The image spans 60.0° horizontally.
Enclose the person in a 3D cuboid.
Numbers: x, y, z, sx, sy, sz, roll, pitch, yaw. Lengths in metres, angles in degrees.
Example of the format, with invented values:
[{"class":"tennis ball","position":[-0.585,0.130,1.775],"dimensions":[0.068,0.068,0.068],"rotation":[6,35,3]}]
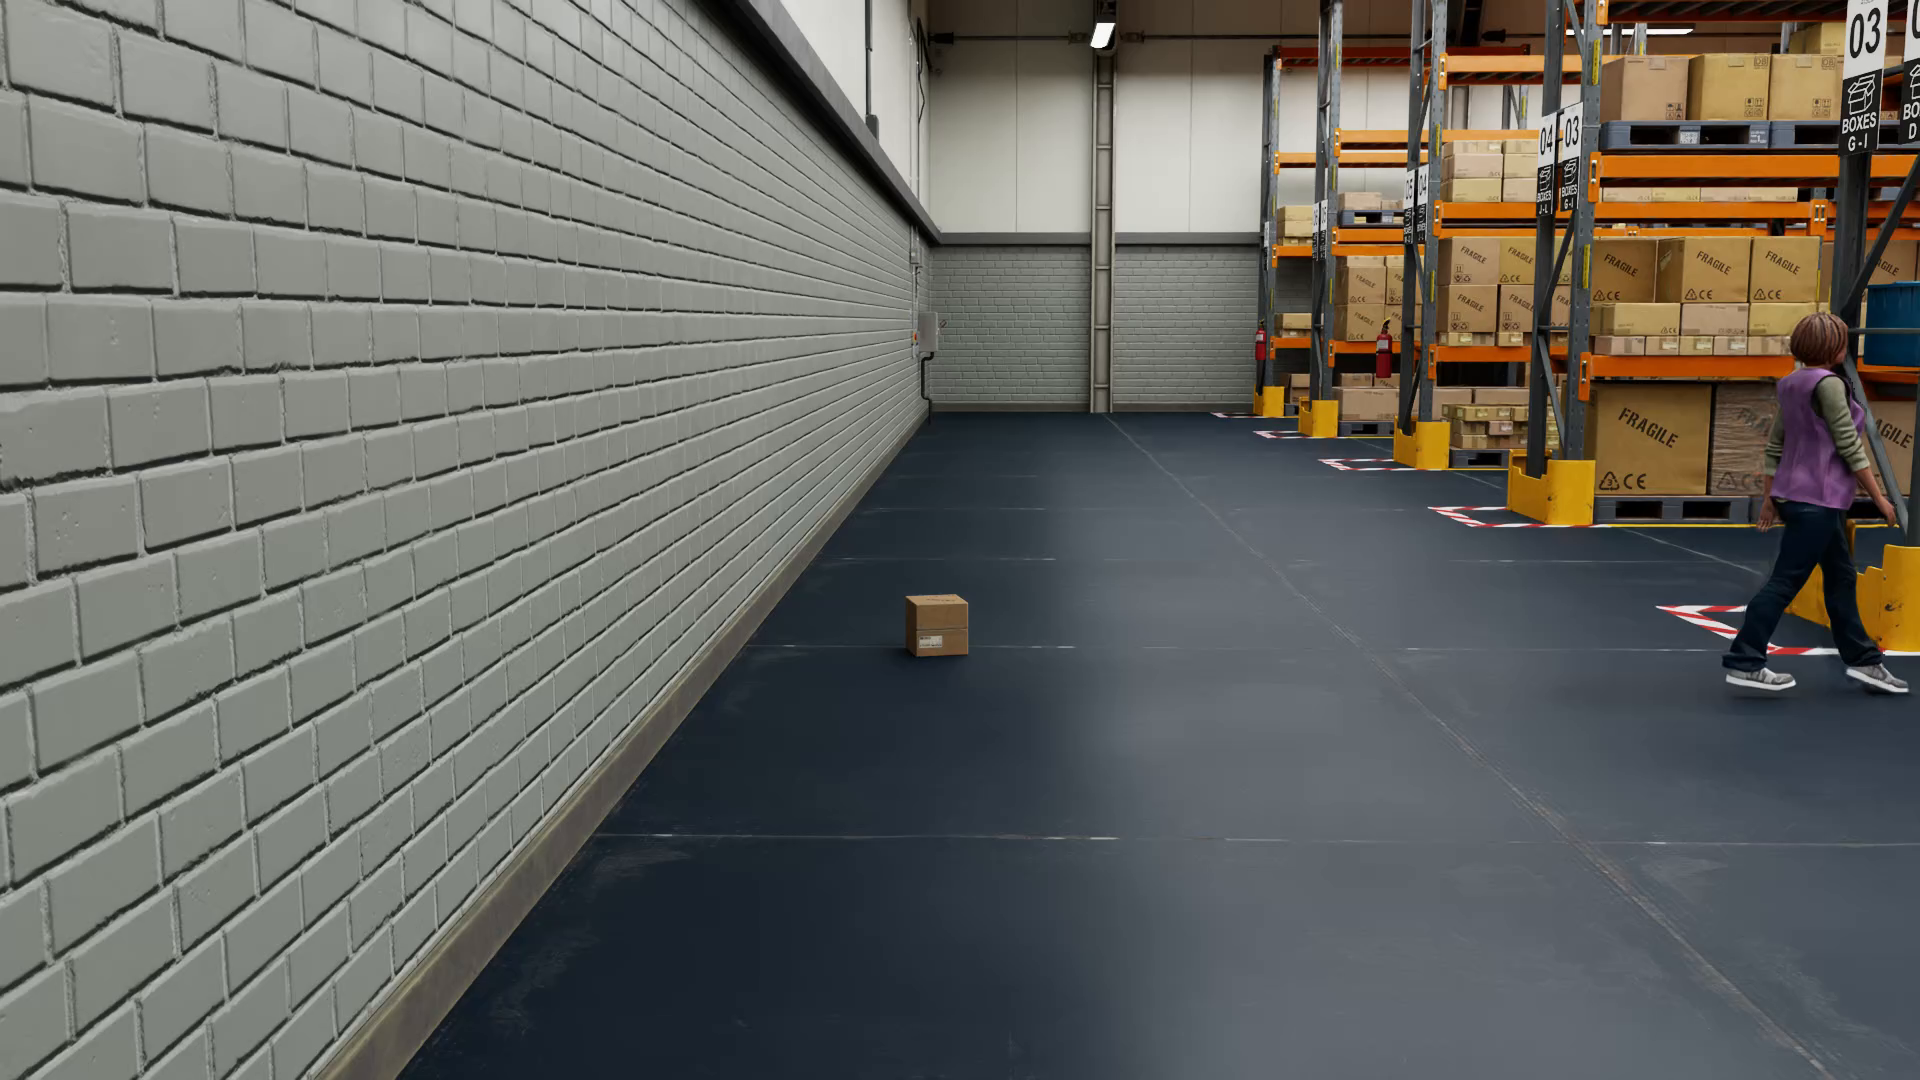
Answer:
[{"class":"person","position":[3.589,-0.089,6.850],"dimensions":[0.794,1.494,0.408],"rotation":[1,7,7]}]
